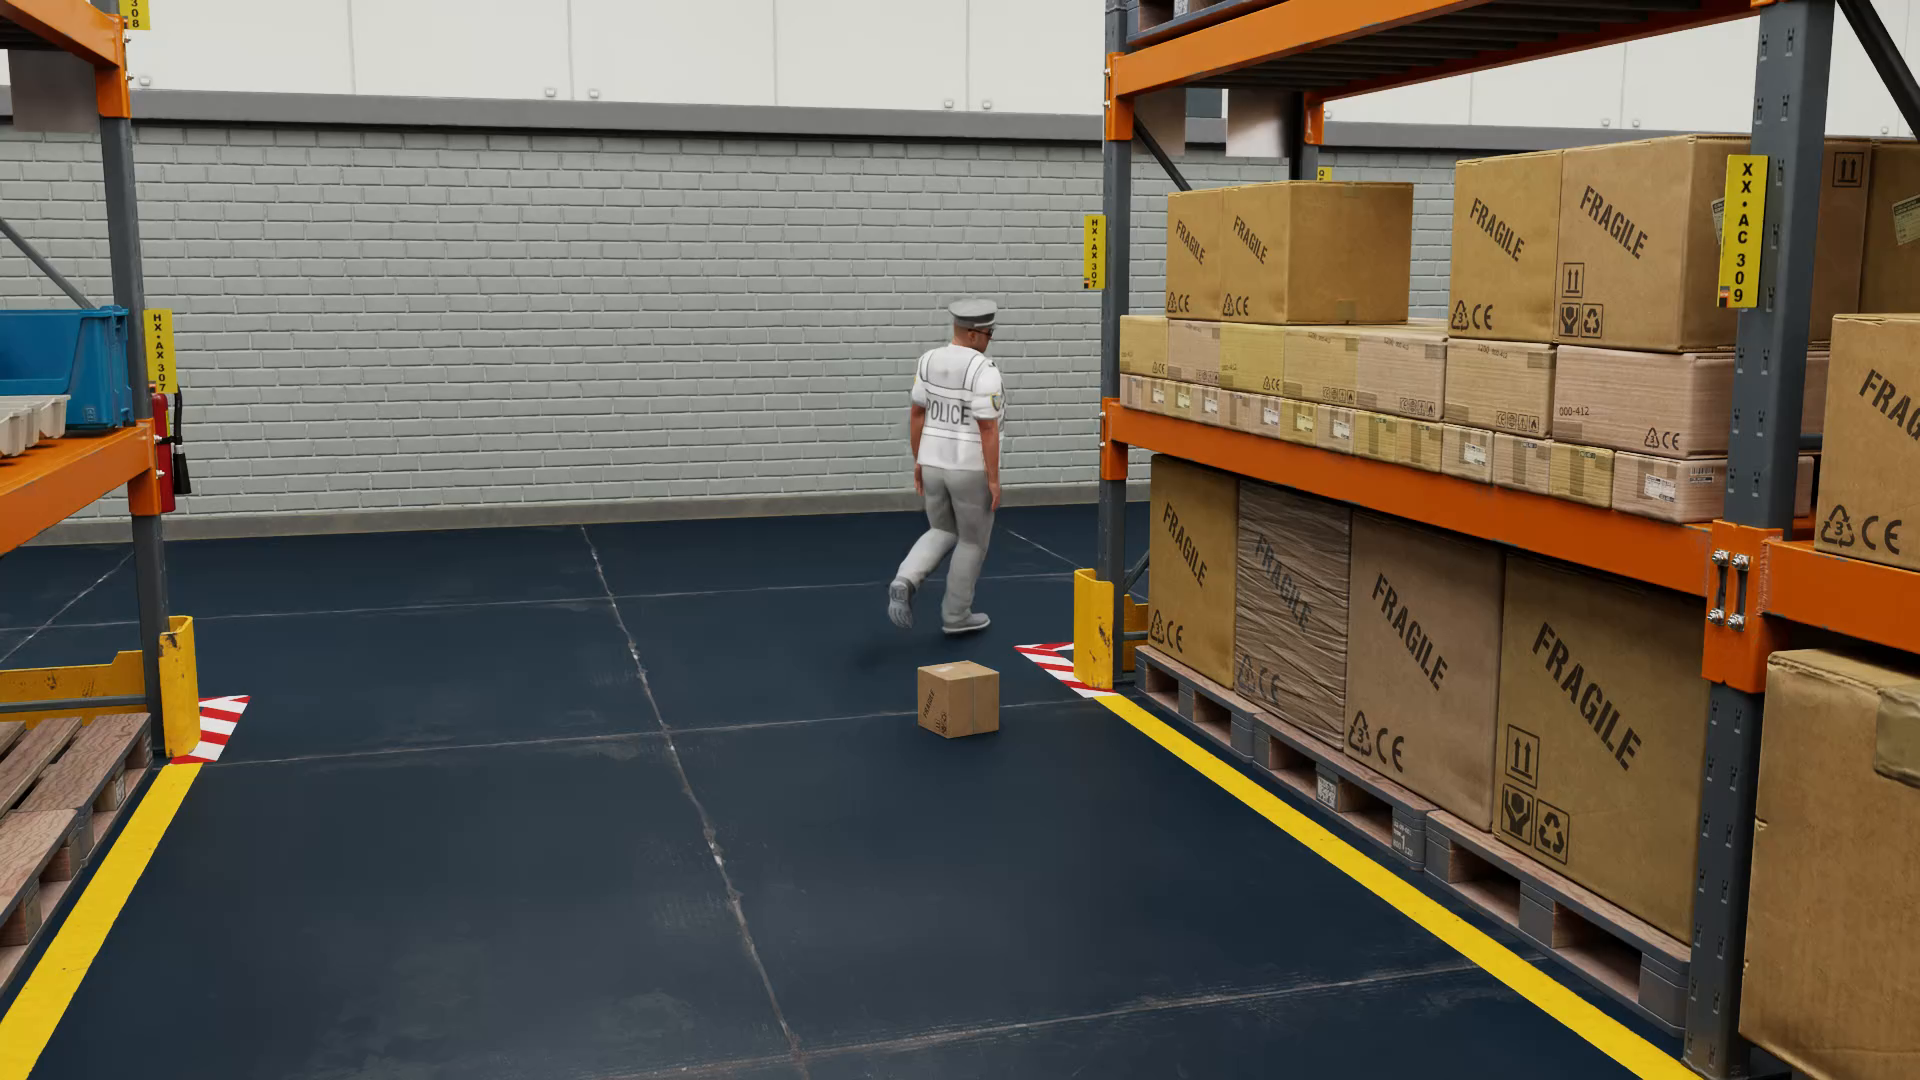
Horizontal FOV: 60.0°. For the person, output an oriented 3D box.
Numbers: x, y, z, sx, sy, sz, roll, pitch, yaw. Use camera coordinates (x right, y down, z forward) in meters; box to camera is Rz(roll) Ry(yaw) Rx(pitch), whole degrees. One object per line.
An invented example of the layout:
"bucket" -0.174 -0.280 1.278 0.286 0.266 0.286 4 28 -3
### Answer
"person" -0.019 -0.358 8.469 0.568 1.723 0.625 7 12 38
